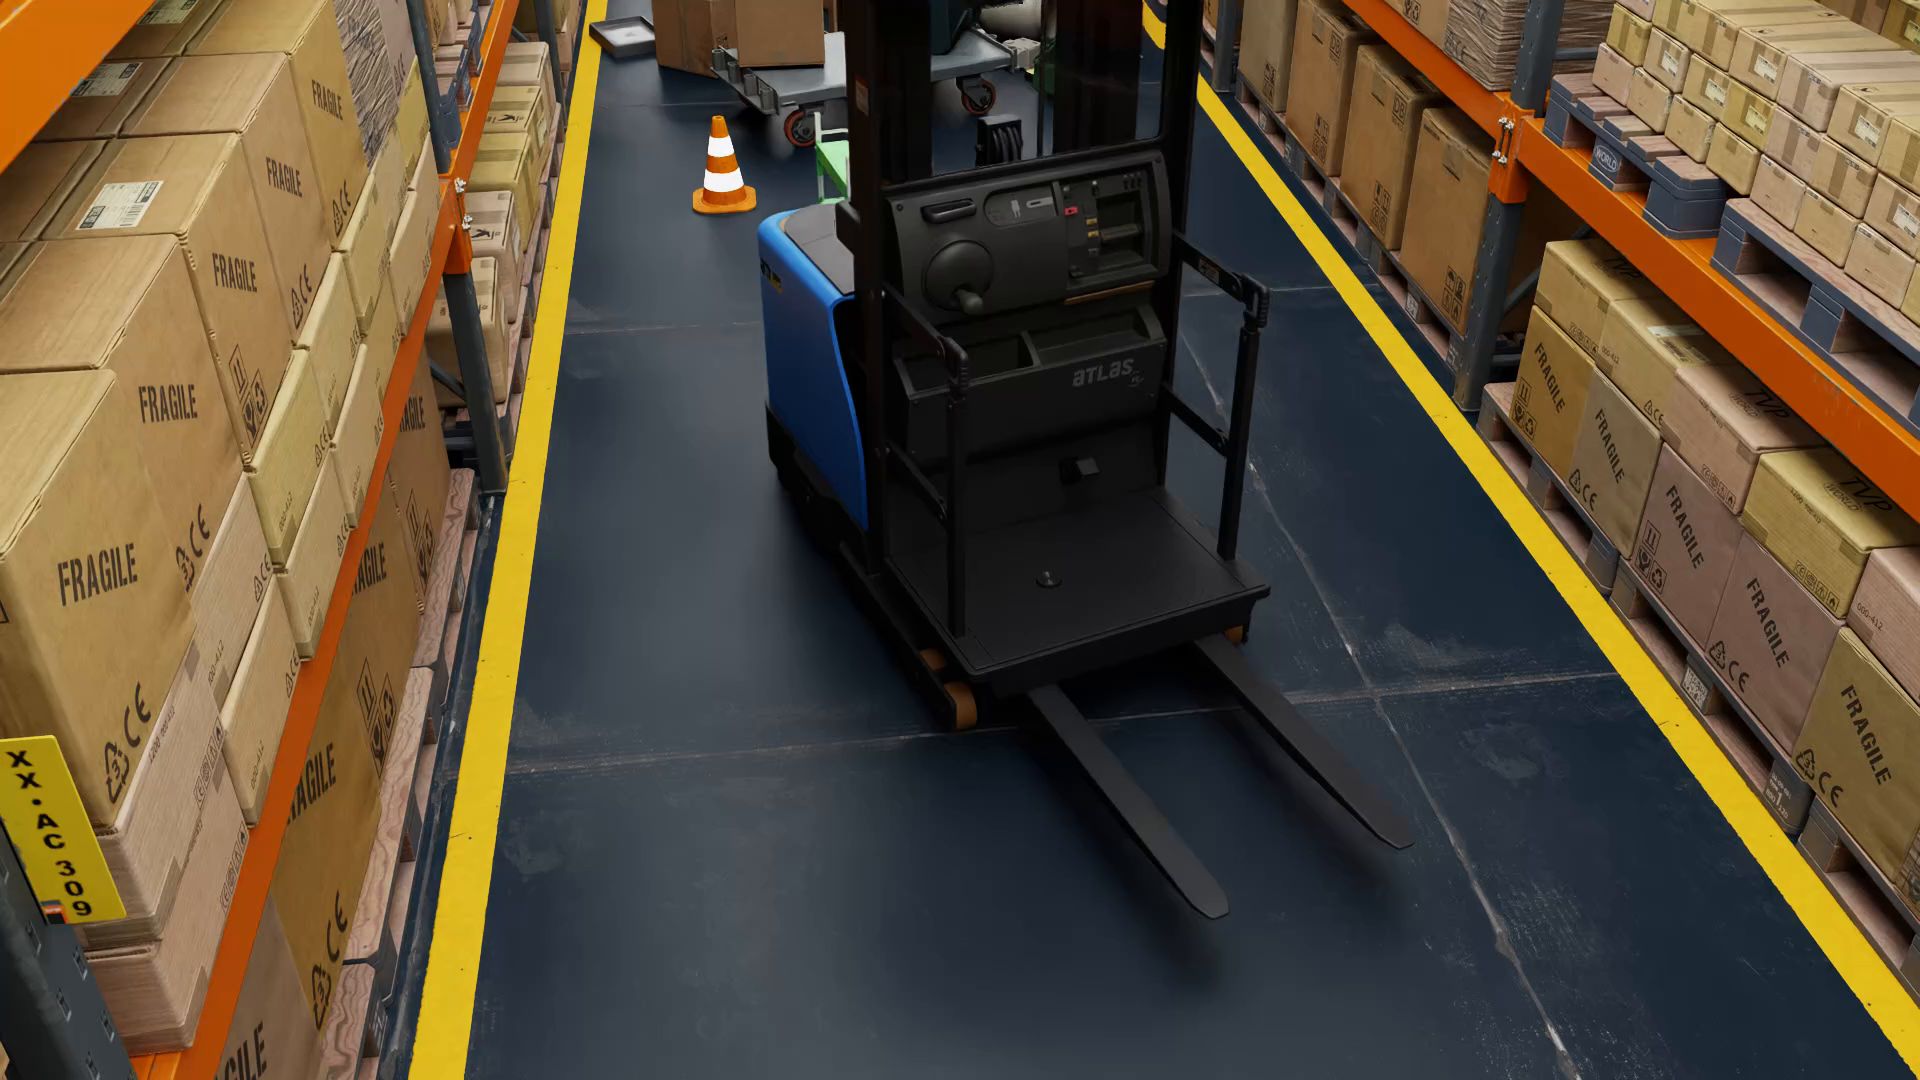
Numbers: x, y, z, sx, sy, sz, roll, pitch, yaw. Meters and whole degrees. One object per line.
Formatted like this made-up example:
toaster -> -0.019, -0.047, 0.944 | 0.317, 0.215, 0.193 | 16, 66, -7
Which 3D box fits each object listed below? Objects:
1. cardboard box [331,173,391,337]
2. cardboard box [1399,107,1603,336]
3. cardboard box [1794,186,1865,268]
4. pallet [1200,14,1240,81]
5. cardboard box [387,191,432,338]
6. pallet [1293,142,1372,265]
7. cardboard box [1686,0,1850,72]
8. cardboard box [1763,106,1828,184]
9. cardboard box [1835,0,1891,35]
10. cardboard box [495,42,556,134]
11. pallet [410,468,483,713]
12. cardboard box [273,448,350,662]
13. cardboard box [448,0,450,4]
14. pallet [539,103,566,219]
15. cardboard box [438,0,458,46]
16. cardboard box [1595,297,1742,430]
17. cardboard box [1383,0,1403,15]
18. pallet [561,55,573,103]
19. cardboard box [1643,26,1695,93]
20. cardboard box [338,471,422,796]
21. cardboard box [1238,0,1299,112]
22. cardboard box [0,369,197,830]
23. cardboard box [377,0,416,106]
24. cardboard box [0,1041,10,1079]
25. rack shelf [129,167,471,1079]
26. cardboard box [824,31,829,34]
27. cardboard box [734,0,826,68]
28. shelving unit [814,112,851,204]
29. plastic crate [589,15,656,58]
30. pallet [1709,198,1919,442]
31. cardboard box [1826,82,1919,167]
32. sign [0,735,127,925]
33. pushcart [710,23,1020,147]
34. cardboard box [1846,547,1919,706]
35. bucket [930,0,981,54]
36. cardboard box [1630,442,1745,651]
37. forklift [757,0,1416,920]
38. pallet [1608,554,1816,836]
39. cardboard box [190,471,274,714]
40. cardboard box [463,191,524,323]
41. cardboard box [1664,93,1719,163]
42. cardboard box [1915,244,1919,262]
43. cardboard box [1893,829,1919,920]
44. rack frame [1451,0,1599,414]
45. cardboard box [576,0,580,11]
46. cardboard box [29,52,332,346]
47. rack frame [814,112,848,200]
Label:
cardboard box -> -1.801, -0.737, 4.357 | 0.500, 0.250, 0.500 | -5, 35, -8
cardboard box -> 2.620, -1.435, 7.317 | 1.050, 0.750, 0.750 | -5, 35, -7
cardboard box -> 2.653, -0.910, 4.771 | 0.380, 0.149, 0.250 | -4, 34, -6
pallet -> 2.050, -3.355, 10.985 | 1.003, 0.211, 1.213 | -4, 35, -6
cardboard box -> -1.870, -0.805, 4.901 | 0.500, 0.250, 0.500 | -4, 34, -6
pallet -> 2.420, -1.817, 8.729 | 1.003, 0.211, 1.213 | -4, 35, -6
cardboard box -> 2.550, -1.601, 5.257 | 0.380, 0.149, 0.250 | -5, 35, -7
cardboard box -> 2.623, -1.173, 4.893 | 0.380, 0.149, 0.250 | -4, 35, -6
cardboard box -> 3.164, -1.781, 5.522 | 0.380, 0.149, 0.250 | -5, 35, -7
cardboard box -> -2.744, -2.441, 9.128 | 0.950, 0.372, 0.625 | -4, 34, -6
pallet -> -2.248, 0.185, 5.792 | 1.003, 0.211, 1.213 | -4, 35, -6
cardboard box -> -1.663, 0.039, 3.662 | 0.500, 0.250, 0.500 | -5, 35, -7
cardboard box -> -2.187, -2.310, 6.250 | 0.500, 0.500, 0.500 | -3, 34, -4
pallet -> -2.711, -2.059, 9.084 | 1.003, 0.211, 1.213 | -4, 35, -6
cardboard box -> -2.134, -1.995, 6.364 | 0.380, 0.149, 0.250 | -7, 35, -9
cardboard box -> 2.533, -0.609, 5.661 | 0.500, 0.250, 0.500 | -5, 35, -7
cardboard box -> 2.153, -2.674, 7.422 | 0.500, 0.500, 0.500 | -5, 35, -7
pallet -> -2.942, -2.865, 10.267 | 1.003, 0.211, 1.213 | -4, 35, -6
cardboard box -> 2.517, -1.601, 5.522 | 0.380, 0.149, 0.250 | -3, 34, -4
cardboard box -> -2.153, 0.181, 4.835 | 0.875, 0.875, 0.875 | -4, 34, -6
cardboard box -> 2.247, -2.981, 9.585 | 1.050, 0.750, 0.750 | -5, 35, -7
cardboard box -> -1.515, 0.097, 2.467 | 0.500, 0.500, 0.500 | -4, 34, -6
cardboard box -> -1.950, -1.599, 4.956 | 0.500, 0.500, 0.500 | -5, 35, -8
cardboard box -> -1.404, 0.607, 1.719 | 0.500, 0.500, 0.500 | -5, 35, -7
rack shelf -> -2.010, 0.000, 4.225 | 1.077, 0.370, 4.000 | -4, 35, -6
cardboard box -> -0.800, -3.133, 10.611 | 0.396, 0.266, 0.258 | 27, 43, 34
cardboard box -> -1.057, -3.077, 9.649 | 0.500, 0.500, 0.500 | -4, 35, -6
shelving unit -> -0.389, -1.090, 6.784 | 0.258, 1.200, 0.503 | -10, 36, -15
plastic crate -> -2.216, -3.377, 11.135 | 0.402, 0.080, 0.583 | -16, 38, -23
pallet -> 2.919, -0.664, 4.731 | 1.003, 0.211, 1.213 | -4, 35, -6
cardboard box -> 2.661, -1.154, 4.602 | 0.380, 0.149, 0.250 | -3, 34, -5
sign -> -1.191, 0.385, 2.182 | 0.100, 0.325, 0.005 | -4, 35, -6
pushcart -> -0.565, -2.762, 9.968 | 1.648, 0.377, 0.936 | -16, 38, -23
cardboard box -> 2.744, 0.253, 4.396 | 0.500, 0.250, 0.500 | -3, 34, -4
bucket -> -0.228, -3.253, 9.917 | 0.726, 0.611, 0.620 | 7, 45, 10
cardboard box -> 2.599, -0.005, 5.440 | 0.500, 0.500, 0.500 | -5, 35, -8
forklift -> 0.323, -0.878, 4.935 | 1.130, 2.935, 3.031 | -15, 37, -21
pallet -> 2.877, 0.423, 5.442 | 1.003, 0.211, 1.213 | -4, 35, -6
cardboard box -> -1.619, 0.118, 3.102 | 0.500, 0.250, 0.500 | -4, 34, -6
cardboard box -> -2.452, -1.228, 7.349 | 0.950, 0.372, 0.625 | -5, 35, -7
cardboard box -> 2.545, -1.349, 5.416 | 0.380, 0.149, 0.250 | -3, 34, -4
cardboard box -> 2.720, -0.748, 4.269 | 0.380, 0.149, 0.250 | -4, 35, -6
cardboard box -> 2.801, 0.853, 4.181 | 0.500, 0.500, 0.500 | -5, 35, -7
rack frame -> 2.612, -1.845, 6.293 | 1.000, 3.000, 0.127 | -4, 35, -6
cardboard box -> -2.786, -3.625, 10.975 | 0.500, 0.250, 0.500 | -5, 35, -7
cardboard box -> -1.752, -0.753, 3.714 | 0.500, 0.500, 0.500 | -5, 35, -7
rack frame -> -0.464, -1.221, 6.976 | 0.240, 1.200, 0.015 | -10, 36, -15
